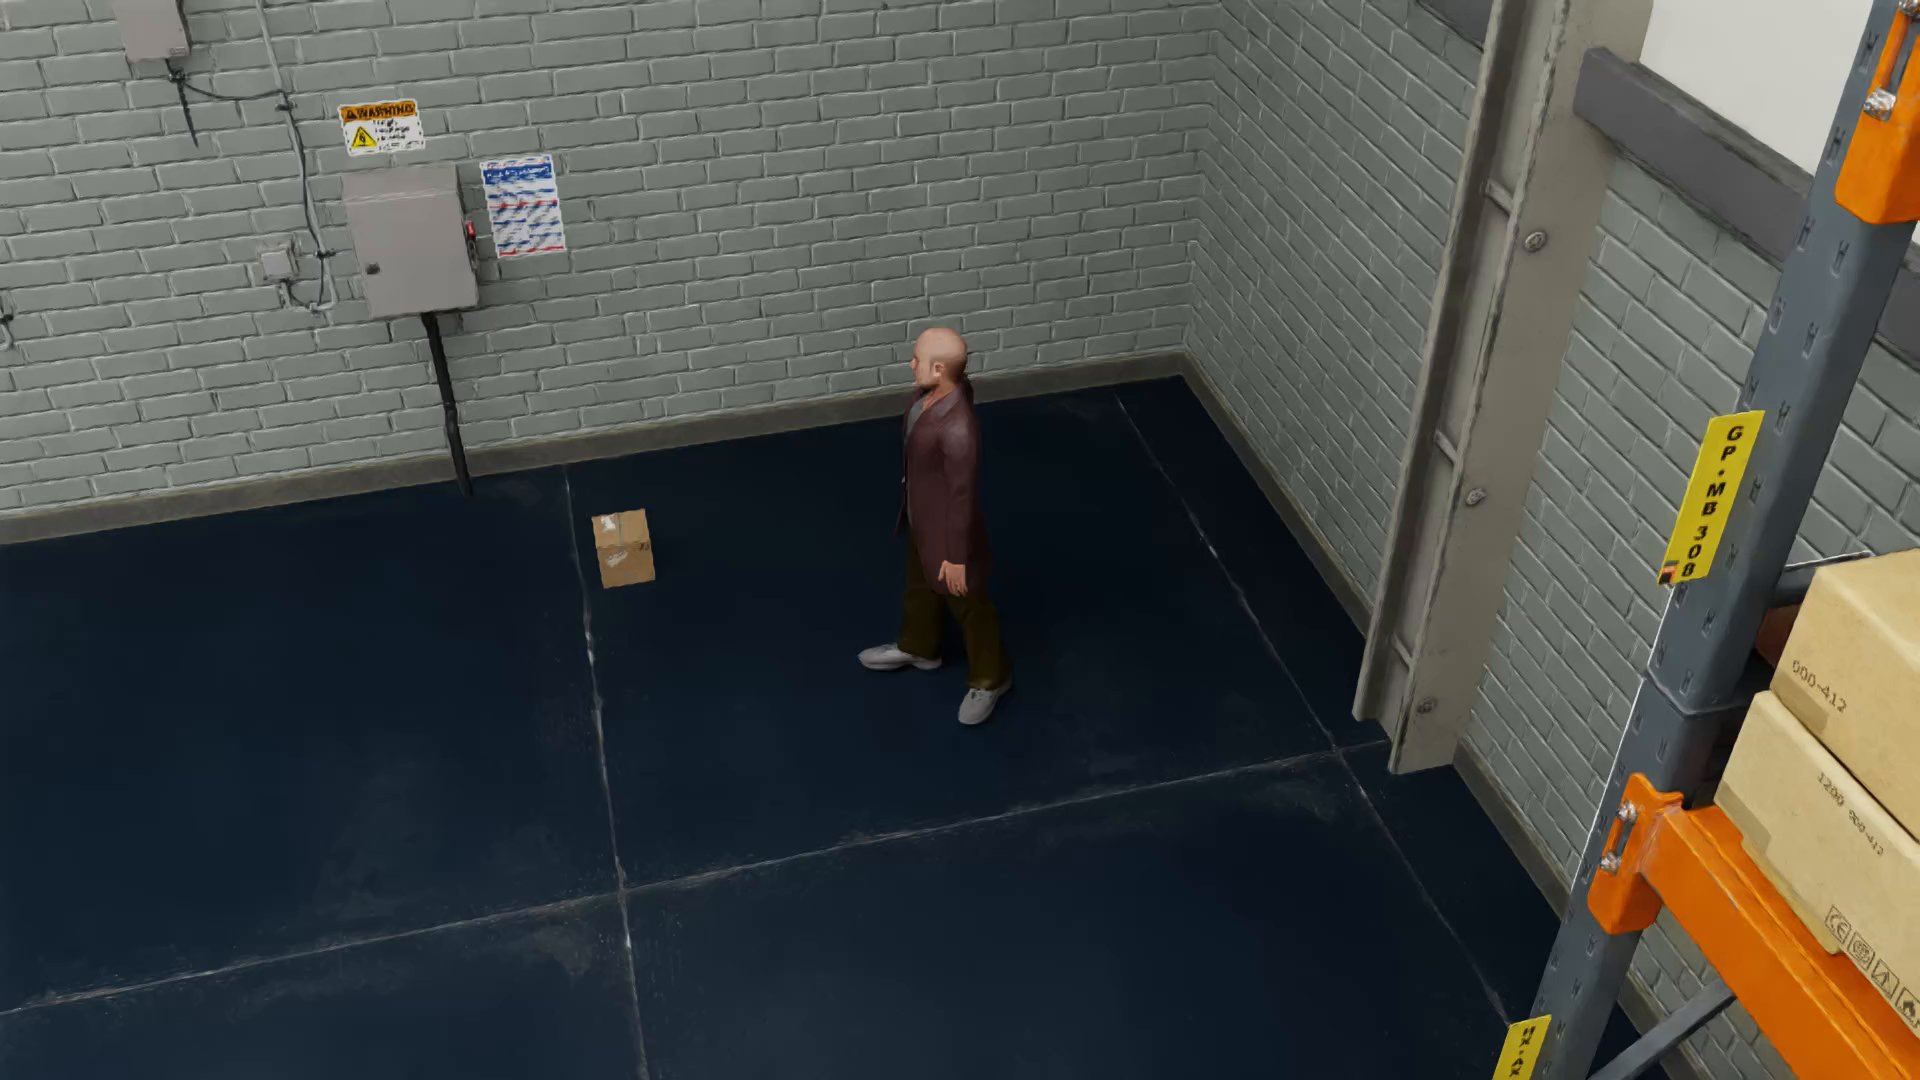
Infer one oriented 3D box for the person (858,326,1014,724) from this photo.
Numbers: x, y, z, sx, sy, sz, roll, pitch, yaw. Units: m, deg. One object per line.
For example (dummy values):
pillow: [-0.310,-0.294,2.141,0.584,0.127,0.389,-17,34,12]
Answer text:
person: [-0.108,-0.101,6.830,0.643,1.776,0.738,-8,38,-10]
